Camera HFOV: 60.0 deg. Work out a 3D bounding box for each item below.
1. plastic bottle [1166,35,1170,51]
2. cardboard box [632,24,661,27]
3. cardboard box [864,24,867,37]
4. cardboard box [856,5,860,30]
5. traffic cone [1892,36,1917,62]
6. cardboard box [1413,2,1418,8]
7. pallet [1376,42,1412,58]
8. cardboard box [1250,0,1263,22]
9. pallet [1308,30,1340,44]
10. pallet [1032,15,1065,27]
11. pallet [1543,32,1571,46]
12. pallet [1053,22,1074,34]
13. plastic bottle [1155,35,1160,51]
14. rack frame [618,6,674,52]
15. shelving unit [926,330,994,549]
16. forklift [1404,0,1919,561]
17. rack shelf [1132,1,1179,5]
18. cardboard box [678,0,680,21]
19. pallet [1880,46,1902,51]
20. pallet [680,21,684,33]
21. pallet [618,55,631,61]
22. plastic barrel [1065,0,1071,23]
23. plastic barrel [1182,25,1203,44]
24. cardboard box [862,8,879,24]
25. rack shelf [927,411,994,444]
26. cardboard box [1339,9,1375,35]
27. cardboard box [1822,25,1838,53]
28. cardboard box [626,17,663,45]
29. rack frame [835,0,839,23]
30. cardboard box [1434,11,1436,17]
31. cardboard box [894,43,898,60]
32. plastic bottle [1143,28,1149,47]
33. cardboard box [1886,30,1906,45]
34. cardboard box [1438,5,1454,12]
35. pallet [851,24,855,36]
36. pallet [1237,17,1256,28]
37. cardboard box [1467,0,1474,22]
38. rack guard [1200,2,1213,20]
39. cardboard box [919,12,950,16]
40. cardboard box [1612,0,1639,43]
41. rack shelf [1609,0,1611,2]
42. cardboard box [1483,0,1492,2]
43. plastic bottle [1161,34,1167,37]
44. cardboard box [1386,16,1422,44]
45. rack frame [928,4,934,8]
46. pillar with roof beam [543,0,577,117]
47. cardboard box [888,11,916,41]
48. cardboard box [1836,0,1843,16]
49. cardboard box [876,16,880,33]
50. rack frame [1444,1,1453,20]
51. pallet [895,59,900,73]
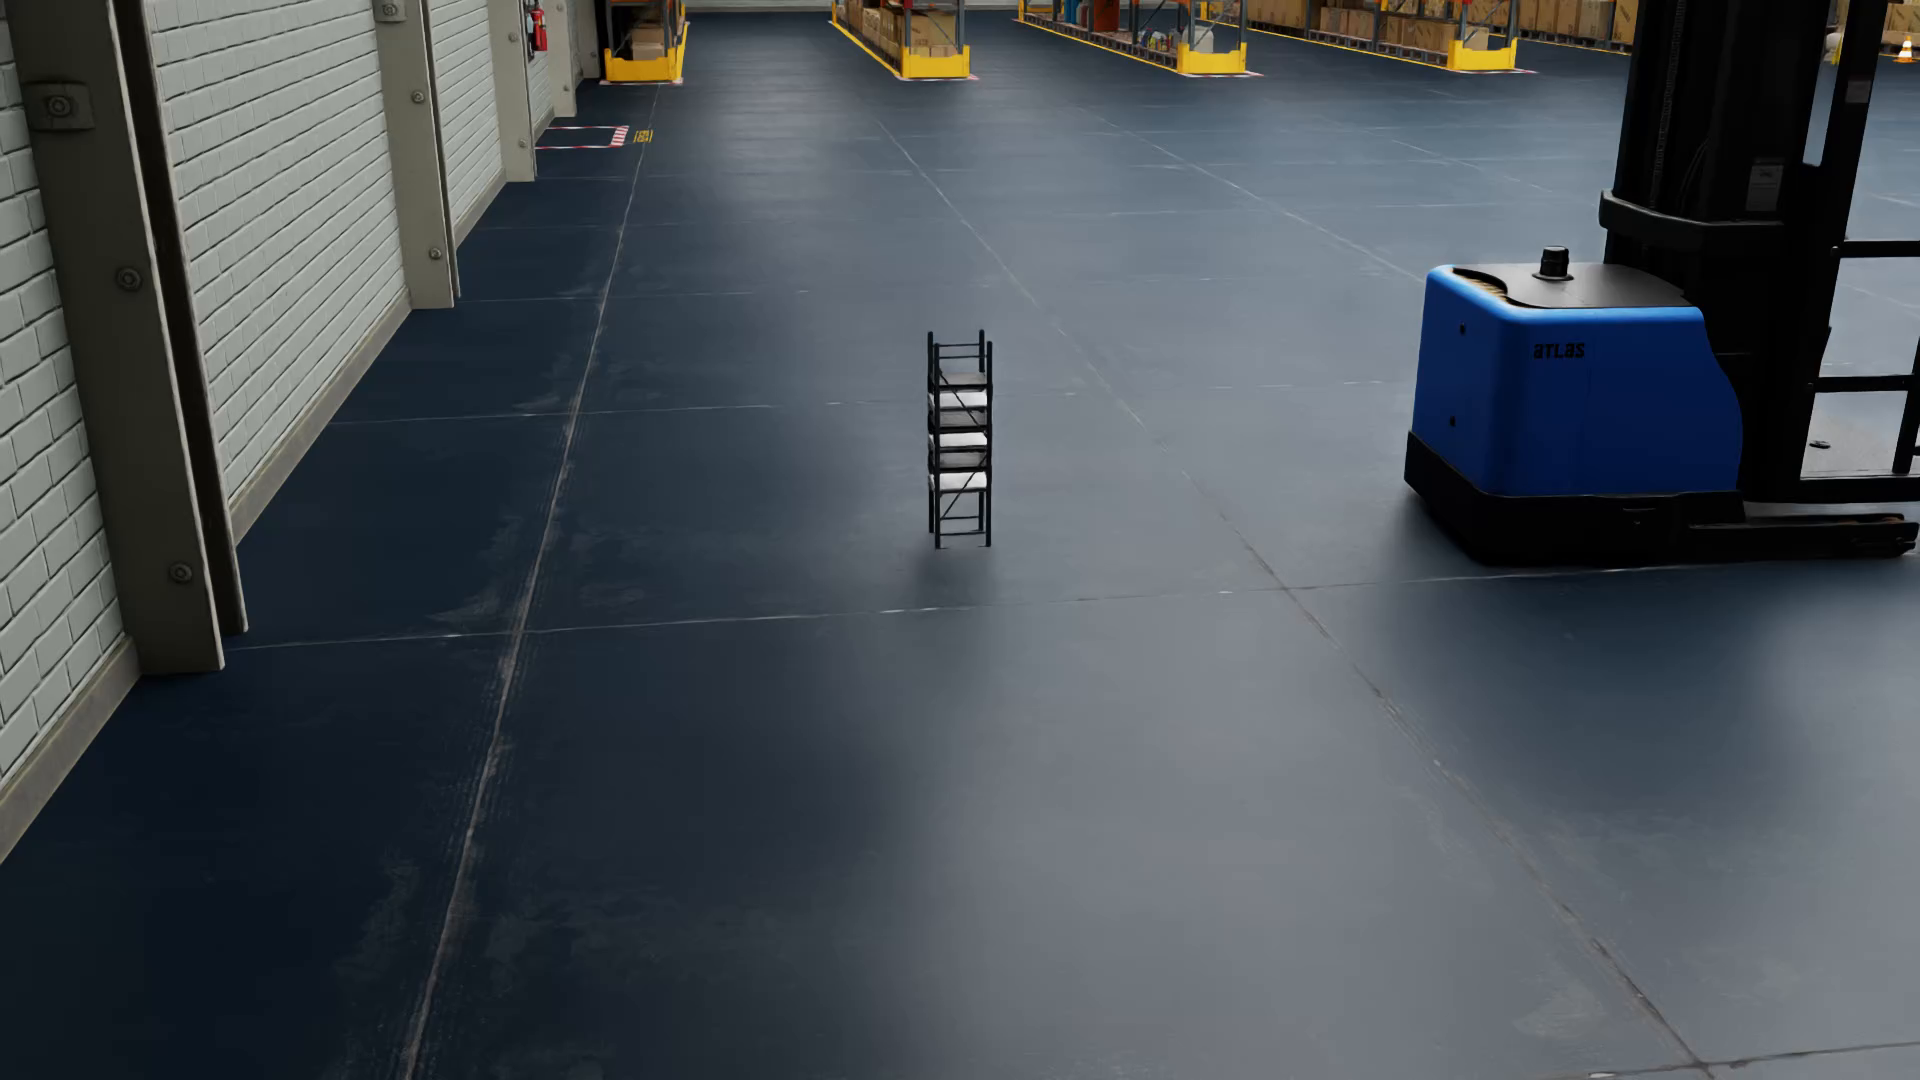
[{"bbox_3d":[3.867,-9.250,30.949,0.061,0.283,0.133,-3,21,-8],"label":"plastic bottle"},{"bbox_3d":[-5.721,-9.172,30.429,0.500,0.500,0.500,-4,21,-12],"label":"cardboard box"},{"bbox_3d":[-1.727,-10.668,34.823,0.500,0.250,0.500,-3,21,-9],"label":"cardboard box"},{"bbox_3d":[-2.027,-11.656,37.081,0.500,0.500,0.500,-4,21,-10],"label":"cardboard box"},{"bbox_3d":[17.839,-9.254,31.331,0.336,0.463,0.334,-3,21,-8],"label":"traffic cone"},{"bbox_3d":[12.057,-13.968,43.377,0.380,0.149,0.250,-2,21,-5],"label":"cardboard box"},{"bbox_3d":[8.926,-9.706,32.902,1.003,0.211,1.213,-3,21,-8],"label":"pallet"},{"bbox_3d":[7.753,-12.994,40.156,1.225,0.875,0.875,-3,21,-8],"label":"cardboard box"},{"bbox_3d":[8.329,-11.051,36.504,1.003,0.211,1.213,-3,21,-8],"label":"pallet"},{"bbox_3d":[2.416,-13.133,42.077,1.003,0.211,1.213,-3,21,-8],"label":"pallet"},{"bbox_3d":[13.352,-10.839,35.935,1.003,0.211,1.213,-3,21,-8],"label":"pallet"},{"bbox_3d":[2.810,-12.188,39.546,1.003,0.211,1.213,-3,21,-8],"label":"pallet"},{"bbox_3d":[3.742,-9.289,31.064,0.152,0.276,0.135,-3,21,-9],"label":"plastic bottle"},{"bbox_3d":[-5.910,-10.494,31.026,1.000,3.000,0.127,-3,21,-8],"label":"rack frame"},{"bbox_3d":[-0.001,-0.424,7.066,0.258,0.900,0.210,-3,21,-8],"label":"shelving unit"},{"bbox_3d":[3.618,-1.480,6.990,3.031,2.935,1.130,-2,21,-5],"label":"forklift"},{"bbox_3d":[3.605,-11.349,34.343,1.077,0.370,4.000,-3,21,-8],"label":"rack shelf"},{"bbox_3d":[-6.841,-12.235,38.159,0.750,0.750,0.750,-3,21,-7],"label":"cardboard box"},{"bbox_3d":[18.733,-10.206,34.241,1.003,0.211,1.213,-3,21,-8],"label":"pallet"},{"bbox_3d":[-7.096,-12.225,39.645,1.003,0.211,1.213,-3,21,-8],"label":"pallet"},{"bbox_3d":[-5.599,-8.533,29.762,1.003,0.211,1.213,-3,21,-8],"label":"pallet"},{"bbox_3d":[2.802,-12.788,39.566,0.600,0.901,0.708,-3,21,-8],"label":"plastic barrel"},{"bbox_3d":[4.227,-9.037,30.082,0.421,0.512,0.421,0,20,0],"label":"plastic barrel"},{"bbox_3d":[-1.801,-11.105,35.190,0.500,0.311,0.500,-2,21,-6],"label":"cardboard box"},{"bbox_3d":[-0.001,-0.477,7.046,0.258,0.077,0.200,-3,21,-8],"label":"rack shelf"},{"bbox_3d":[8.515,-11.045,35.445,0.700,0.500,0.500,-1,21,-3],"label":"cardboard box"},{"bbox_3d":[17.409,-10.134,33.630,0.500,0.500,0.500,12,24,30],"label":"cardboard box"},{"bbox_3d":[-6.157,-9.959,32.538,0.700,0.500,0.500,-3,21,-9],"label":"cardboard box"},{"bbox_3d":[-2.739,-14.900,42.822,1.000,3.000,0.127,-3,21,-8],"label":"rack frame"},{"bbox_3d":[12.216,-13.302,42.019,0.380,0.149,0.250,-2,21,-6],"label":"cardboard box"},{"bbox_3d":[-0.886,-8.612,29.317,0.500,0.250,0.500,-3,21,-8],"label":"cardboard box"},{"bbox_3d":[3.599,-9.658,31.946,0.144,0.351,0.185,-2,21,-6],"label":"plastic bottle"},{"bbox_3d":[18.647,-9.894,32.749,0.500,0.250,0.500,-4,21,-10],"label":"cardboard box"},{"bbox_3d":[12.204,-13.322,41.647,0.380,0.149,0.250,-3,21,-7],"label":"cardboard box"},{"bbox_3d":[-2.008,-11.929,38.853,1.003,0.211,1.213,-3,21,-8],"label":"pallet"},{"bbox_3d":[7.609,-12.974,41.652,1.003,0.211,1.213,-3,21,-8],"label":"pallet"},{"bbox_3d":[12.486,-12.802,40.177,0.500,0.500,0.500,-2,21,-5],"label":"cardboard box"},{"bbox_3d":[7.061,-14.235,44.616,1.175,0.500,0.348,-3,21,-8],"label":"rack guard"},{"bbox_3d":[-0.448,-9.162,29.718,0.500,0.500,0.500,-3,21,-8],"label":"cardboard box"},{"bbox_3d":[13.739,-10.439,33.314,0.875,0.875,0.875,-3,21,-7],"label":"cardboard box"},{"bbox_3d":[13.429,-11.814,35.588,1.077,0.370,4.000,-3,21,-8],"label":"rack shelf"},{"bbox_3d":[12.641,-12.795,39.088,0.500,0.250,0.500,-2,21,-6],"label":"cardboard box"},{"bbox_3d":[3.830,-9.427,31.433,0.152,0.276,0.135,-3,21,-8],"label":"plastic bottle"},{"bbox_3d":[8.812,-10.129,33.020,0.500,0.500,0.500,-4,21,-9],"label":"cardboard box"},{"bbox_3d":[-1.009,-10.745,31.698,1.000,3.000,0.127,-3,21,-8],"label":"rack frame"},{"bbox_3d":[-1.166,-10.258,21.819,9.100,9.000,0.400,-3,21,-8],"label":"pillar with roof beam"},{"bbox_3d":[-1.034,-9.309,30.112,0.500,0.500,0.500,-3,21,-8],"label":"cardboard box"},{"bbox_3d":[22.293,-13.428,41.853,0.500,0.500,0.500,-3,21,-8],"label":"cardboard box"},{"bbox_3d":[-1.351,-10.042,32.344,0.500,0.311,0.500,-3,21,-8],"label":"cardboard box"},{"bbox_3d":[12.564,-14.228,41.024,1.000,3.000,0.127,-3,21,-8],"label":"rack frame"},{"bbox_3d":[-0.584,-8.317,29.181,1.003,0.211,1.213,-3,21,-8],"label":"pallet"}]
